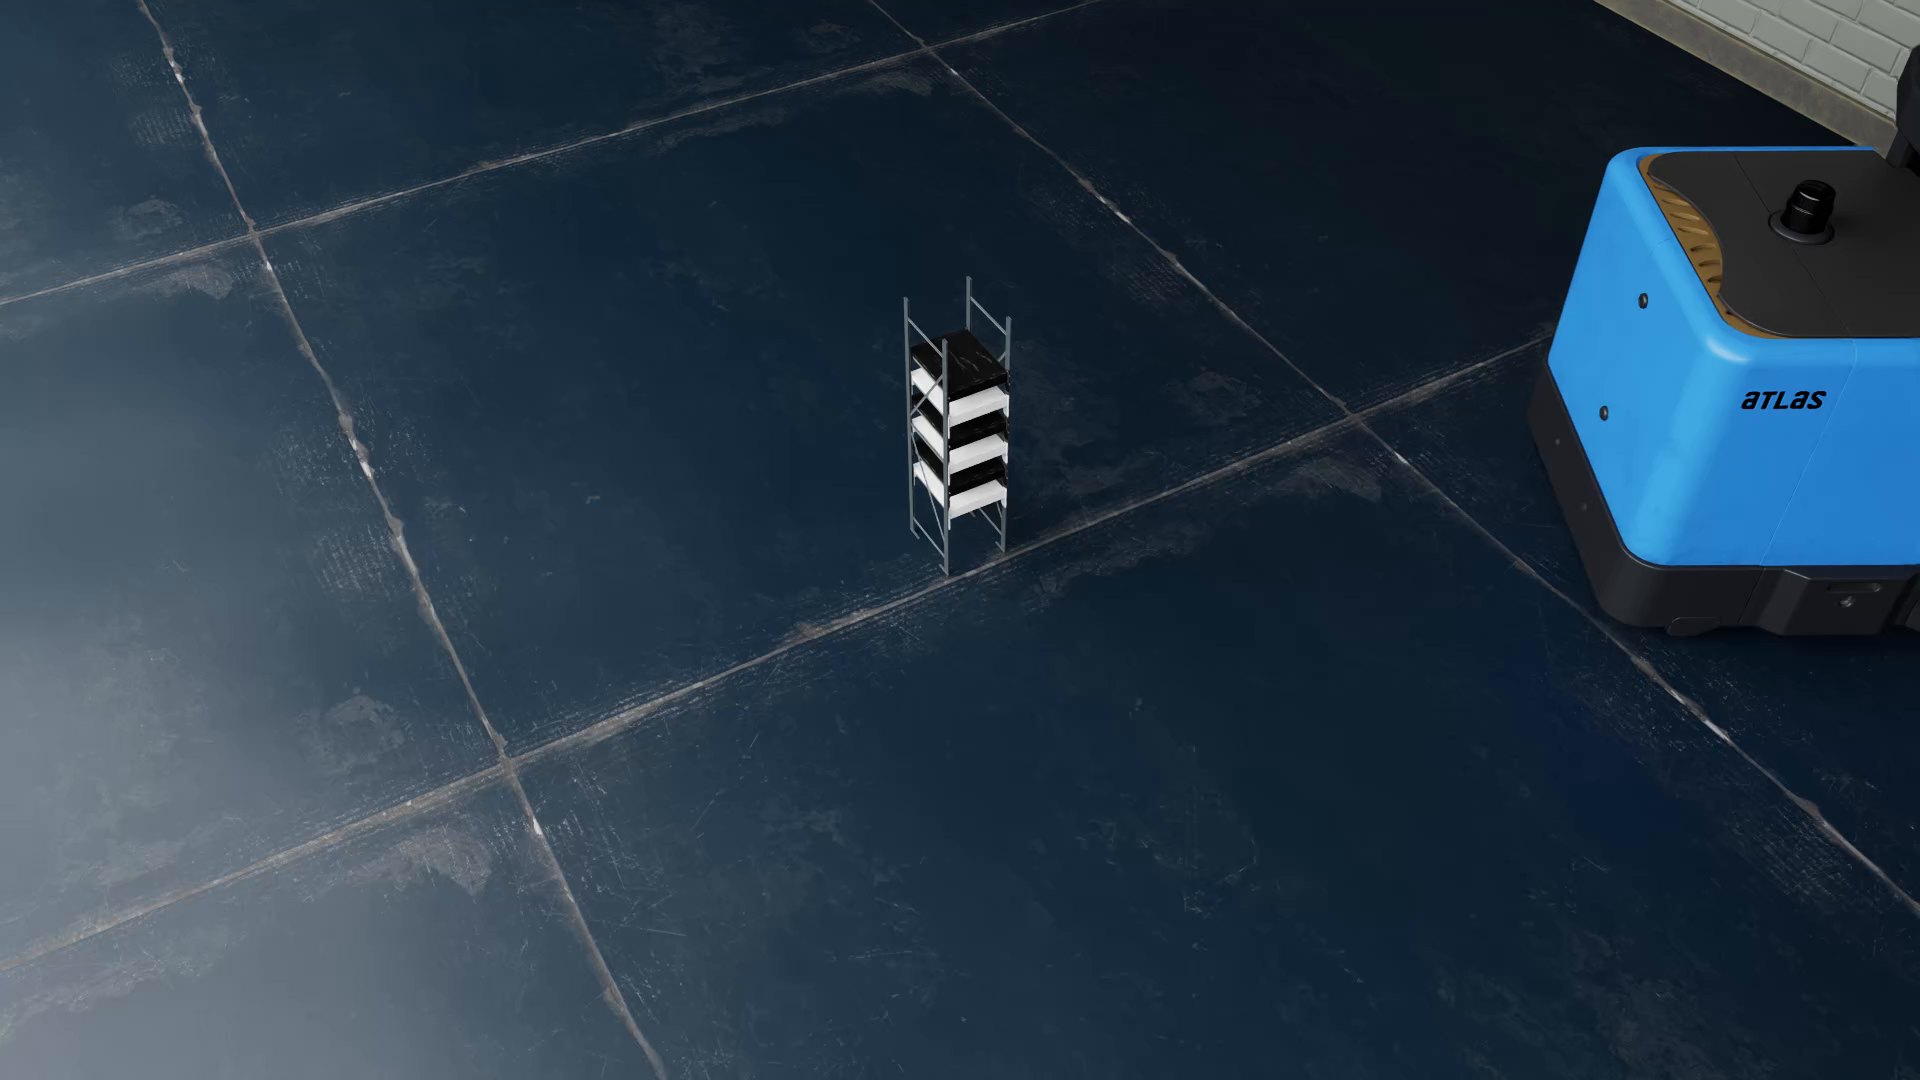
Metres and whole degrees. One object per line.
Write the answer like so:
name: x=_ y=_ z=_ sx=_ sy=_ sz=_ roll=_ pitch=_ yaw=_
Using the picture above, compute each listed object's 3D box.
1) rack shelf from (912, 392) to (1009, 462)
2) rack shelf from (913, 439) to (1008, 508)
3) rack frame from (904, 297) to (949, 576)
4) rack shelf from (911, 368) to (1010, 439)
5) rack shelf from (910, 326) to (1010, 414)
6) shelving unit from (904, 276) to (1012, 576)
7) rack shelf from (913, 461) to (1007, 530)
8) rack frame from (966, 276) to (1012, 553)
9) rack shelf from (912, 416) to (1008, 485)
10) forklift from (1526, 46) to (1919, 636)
rack shelf: x=-0.007 y=-0.361 z=4.894 sx=0.200 sy=0.077 sz=0.258 roll=-22 pitch=48 yaw=-21
rack shelf: x=-0.007 y=-0.232 z=5.020 sx=0.200 sy=0.077 sz=0.258 roll=-22 pitch=48 yaw=-21
rack frame: x=-0.095 y=-0.285 z=4.897 sx=0.006 sy=0.900 sz=0.240 roll=-22 pitch=48 yaw=-21
rack shelf: x=-0.007 y=-0.425 z=4.832 sx=0.200 sy=0.077 sz=0.258 roll=-22 pitch=48 yaw=-21
rack shelf: x=-0.007 y=-0.490 z=4.769 sx=0.200 sy=0.077 sz=0.258 roll=-22 pitch=48 yaw=-21
shelving unit: x=-0.007 y=-0.320 z=4.934 sx=0.210 sy=0.900 sz=0.258 roll=-22 pitch=48 yaw=-21
rack shelf: x=-0.007 y=-0.167 z=5.082 sx=0.200 sy=0.077 sz=0.258 roll=-22 pitch=48 yaw=-21
rack frame: x=0.081 y=-0.355 z=4.970 sx=0.006 sy=0.900 sz=0.240 roll=-22 pitch=48 yaw=-21
rack shelf: x=-0.007 y=-0.296 z=4.957 sx=0.200 sy=0.077 sz=0.258 roll=-22 pitch=48 yaw=-21
forklift: x=3.412 y=-1.118 z=4.297 sx=3.031 sy=2.935 sz=1.130 roll=0 pitch=44 yaw=0
